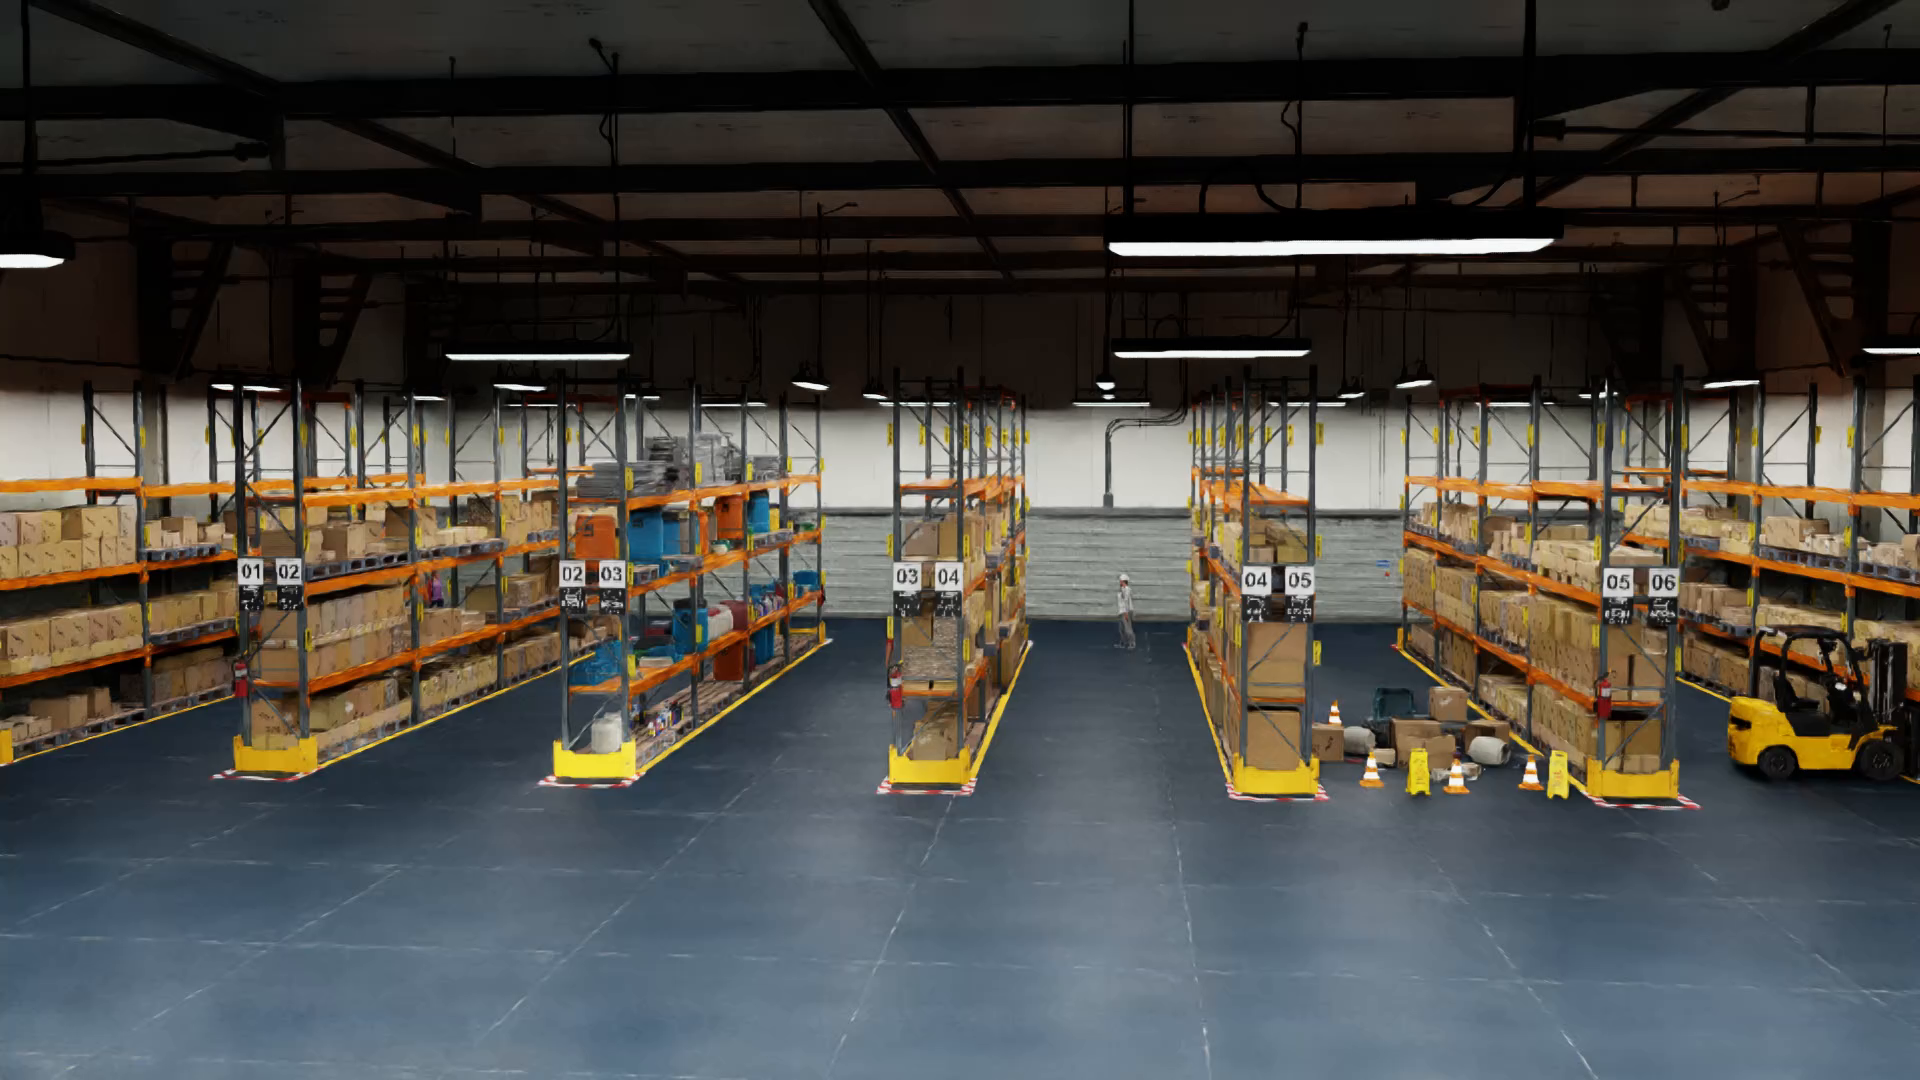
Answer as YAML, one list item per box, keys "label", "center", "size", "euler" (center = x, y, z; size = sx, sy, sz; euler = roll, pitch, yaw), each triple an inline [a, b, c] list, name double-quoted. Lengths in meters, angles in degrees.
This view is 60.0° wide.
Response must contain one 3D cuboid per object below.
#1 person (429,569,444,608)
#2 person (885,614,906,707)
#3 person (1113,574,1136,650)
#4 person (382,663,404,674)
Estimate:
- label: "person"
  center: [-13.523, 1.525, 43.019]
  size: [0.532, 1.586, 0.636]
  euler: [3, 5, 43]
- label: "person"
  center: [-1.197, 2.208, 30.954]
  size: [0.591, 1.710, 0.669]
  euler: [2, 4, 31]
- label: "person"
  center: [3.883, 1.681, 39.110]
  size: [0.502, 1.772, 0.619]
  euler: [0, 4, -2]
- label: "person"
  center: [-11.791, 2.029, 34.516]
  size: [0.677, 1.674, 0.534]
  euler: [0, 4, 3]
